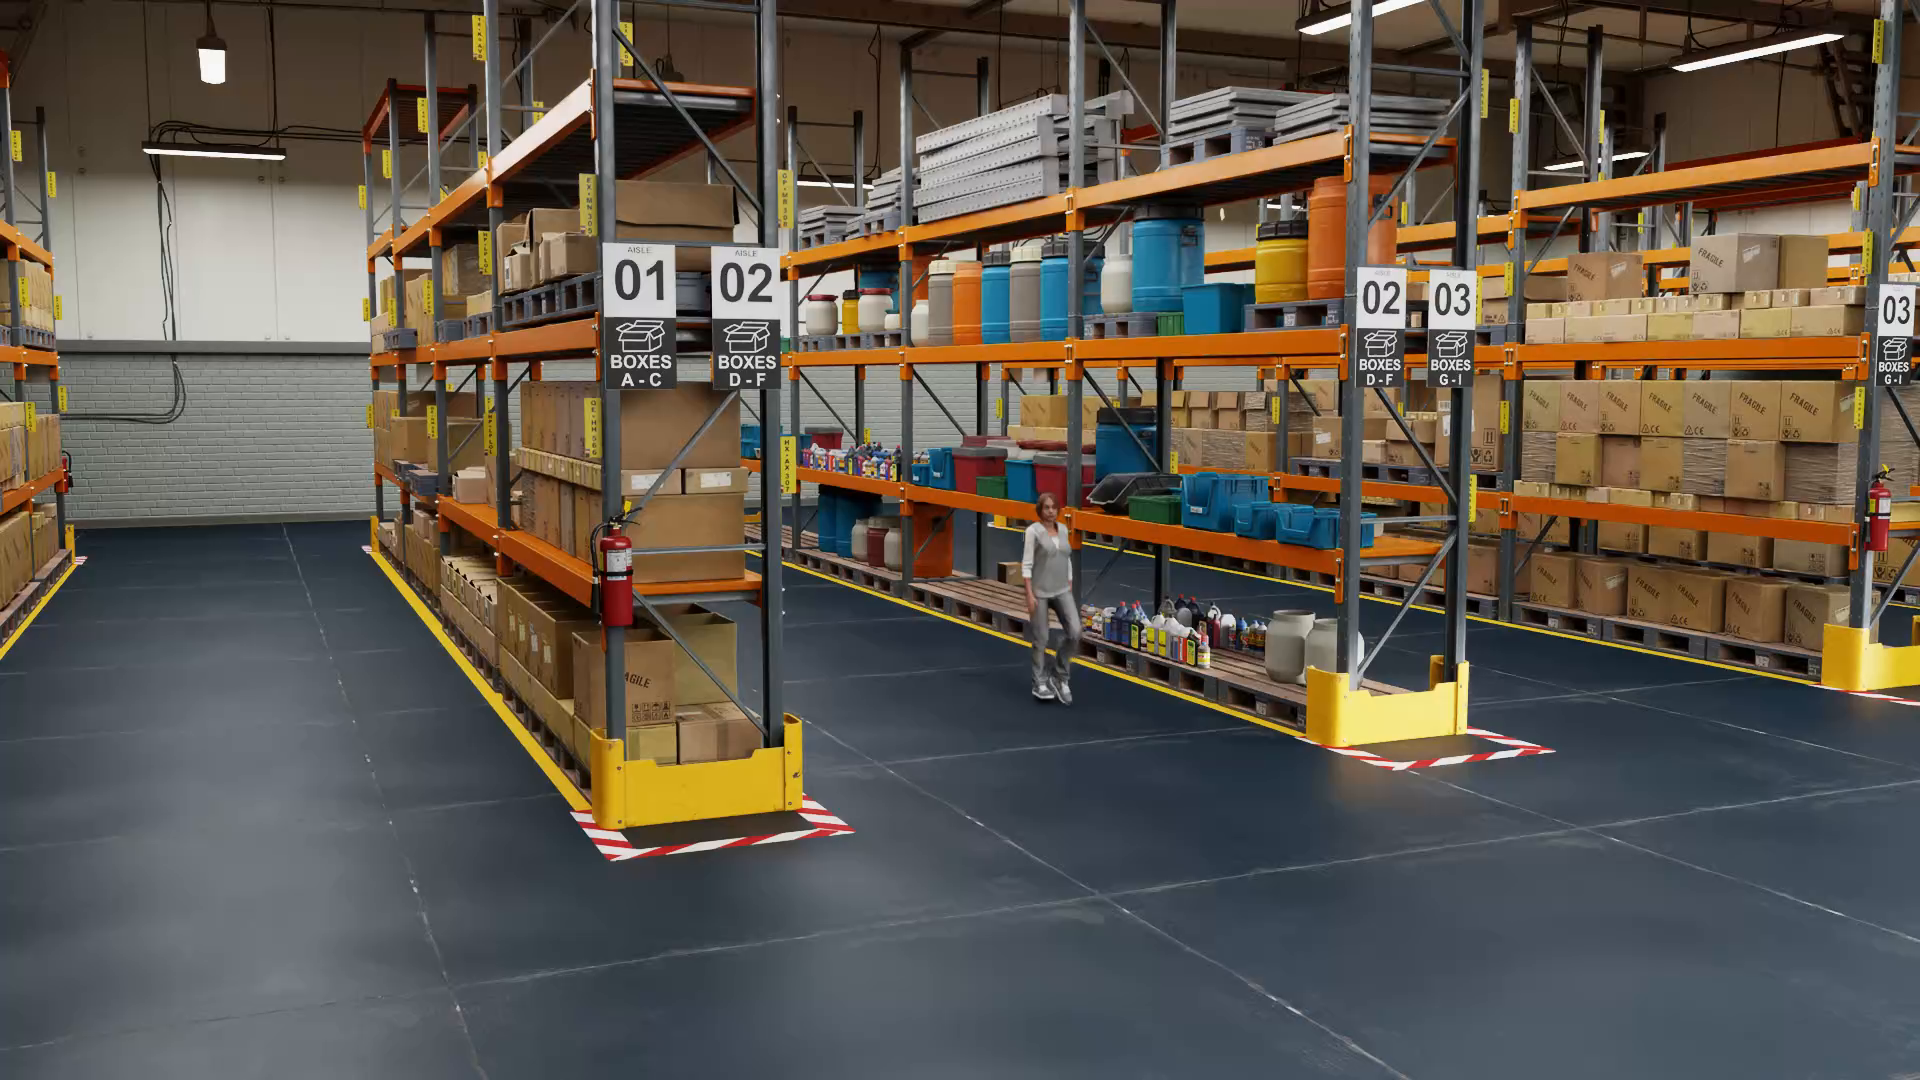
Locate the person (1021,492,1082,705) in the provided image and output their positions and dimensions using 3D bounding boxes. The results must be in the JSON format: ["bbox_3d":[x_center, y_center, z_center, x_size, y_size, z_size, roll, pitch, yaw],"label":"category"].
[{"bbox_3d":[0.683,0.451,12.624,0.471,1.617,0.485,-2,6,-24],"label":"person"}]
